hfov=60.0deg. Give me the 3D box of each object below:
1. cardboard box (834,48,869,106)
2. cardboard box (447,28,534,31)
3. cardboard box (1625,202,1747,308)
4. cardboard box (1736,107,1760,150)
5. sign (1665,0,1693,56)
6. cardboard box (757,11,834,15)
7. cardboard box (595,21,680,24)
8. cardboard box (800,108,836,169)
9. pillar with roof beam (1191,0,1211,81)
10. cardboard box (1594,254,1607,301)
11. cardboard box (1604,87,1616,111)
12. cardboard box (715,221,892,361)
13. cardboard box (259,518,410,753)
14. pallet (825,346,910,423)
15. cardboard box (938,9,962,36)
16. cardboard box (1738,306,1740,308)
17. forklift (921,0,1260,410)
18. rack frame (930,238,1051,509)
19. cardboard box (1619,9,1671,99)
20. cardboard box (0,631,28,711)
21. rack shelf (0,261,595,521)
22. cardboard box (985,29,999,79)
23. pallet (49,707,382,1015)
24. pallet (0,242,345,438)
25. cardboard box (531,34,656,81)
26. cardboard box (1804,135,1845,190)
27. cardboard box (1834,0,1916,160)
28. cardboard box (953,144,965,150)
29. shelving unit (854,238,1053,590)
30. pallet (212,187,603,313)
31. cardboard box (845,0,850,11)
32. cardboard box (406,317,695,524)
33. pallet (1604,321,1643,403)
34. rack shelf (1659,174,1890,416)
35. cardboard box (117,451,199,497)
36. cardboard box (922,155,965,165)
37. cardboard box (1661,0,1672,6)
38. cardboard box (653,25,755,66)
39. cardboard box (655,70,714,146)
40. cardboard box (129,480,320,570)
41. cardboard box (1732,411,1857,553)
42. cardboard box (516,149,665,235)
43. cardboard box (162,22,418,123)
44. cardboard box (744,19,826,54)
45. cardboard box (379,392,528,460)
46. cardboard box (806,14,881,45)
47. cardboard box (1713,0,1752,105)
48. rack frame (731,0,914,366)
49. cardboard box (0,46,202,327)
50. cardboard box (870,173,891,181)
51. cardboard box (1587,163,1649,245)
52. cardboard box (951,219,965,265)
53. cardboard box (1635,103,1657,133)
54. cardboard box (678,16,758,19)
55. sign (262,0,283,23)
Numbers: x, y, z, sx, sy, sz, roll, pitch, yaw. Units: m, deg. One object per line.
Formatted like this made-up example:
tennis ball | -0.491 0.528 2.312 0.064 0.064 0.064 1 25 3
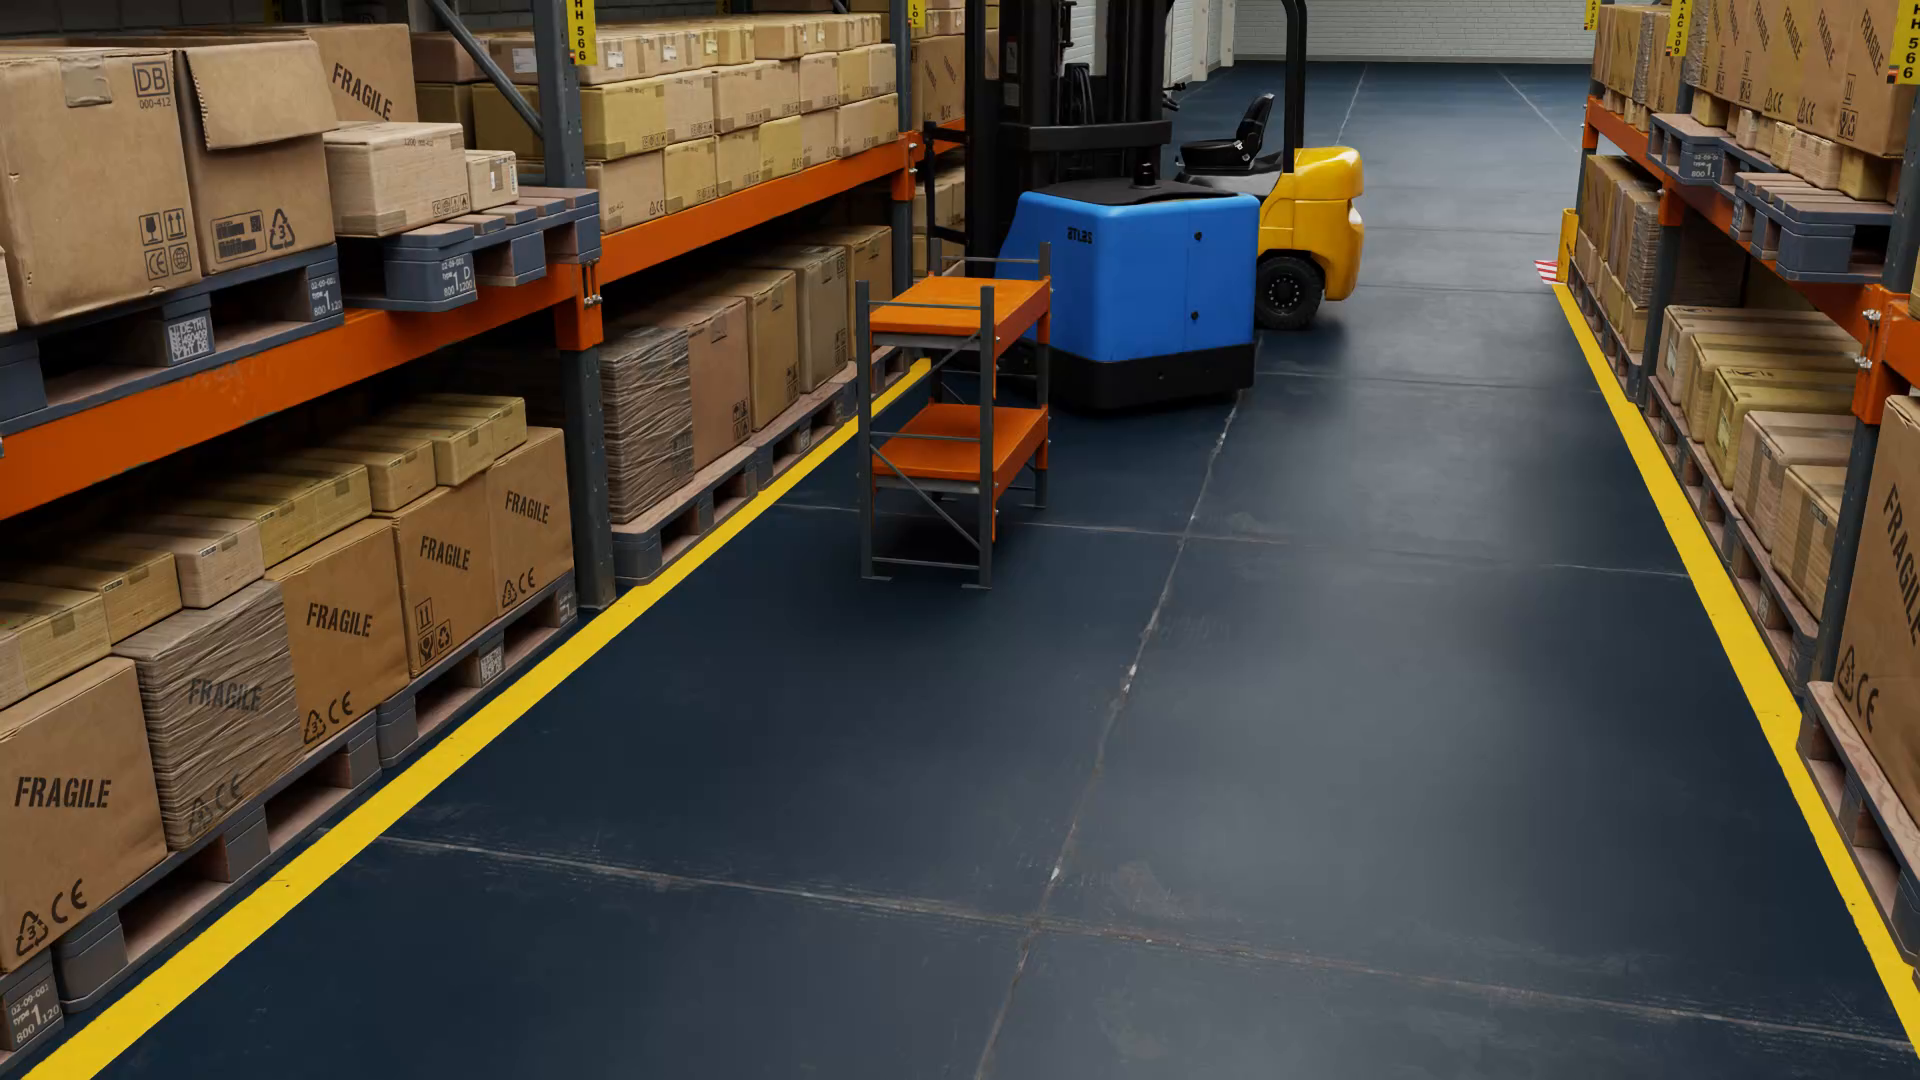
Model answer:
cardboard box | -0.759 -2.301 8.243 0.500 0.250 0.500 4 19 12
cardboard box | -1.792 -1.940 6.568 0.380 0.149 0.250 4 19 12
cardboard box | 3.930 -1.540 9.000 0.500 0.500 0.500 4 19 13
cardboard box | 3.259 -1.606 6.488 0.380 0.149 0.250 5 20 15
sign | 3.518 -2.531 8.118 0.100 0.325 0.005 5 19 13
cardboard box | -0.939 -2.947 9.517 0.380 0.149 0.250 5 19 13
cardboard box | -1.480 -2.259 7.501 0.380 0.149 0.250 5 19 14
cardboard box | -0.906 -1.911 7.874 0.500 0.250 0.500 5 19 14
pillar with roof beam | 9.203 -13.600 32.582 9.100 9.000 0.400 5 19 13
cardboard box | 4.305 -1.670 10.540 0.500 0.250 0.500 6 20 17
cardboard box | 4.441 -2.893 10.905 0.380 0.149 0.250 5 19 14
cardboard box | -0.885 -1.382 9.118 0.875 0.625 0.625 6 20 16
cardboard box | -1.898 0.236 4.574 0.500 0.500 0.500 6 20 16
pallet | -0.911 -0.918 9.049 1.003 0.211 1.213 5 19 13
cardboard box | -0.205 -3.142 10.087 0.380 0.149 0.250 5 20 15
cardboard box | 4.452 -1.142 8.995 0.500 0.250 0.500 4 19 11
forklift | 0.388 -2.477 9.405 1.130 2.935 3.031 -11 22 -29
rack frame | 0.123 -0.690 6.966 0.500 1.125 0.032 5 19 13
cardboard box | 4.275 -2.914 9.963 0.500 0.500 0.500 4 19 12
cardboard box | -2.182 0.285 3.427 0.380 0.149 0.250 5 19 13
rack shelf | -2.234 -0.251 3.894 1.077 0.370 4.000 5 19 13
cardboard box | -0.029 -3.117 11.017 0.500 0.500 0.500 5 19 14
pallet | -2.265 0.714 4.271 1.003 0.211 1.213 5 19 13
pallet | -2.216 -0.517 3.858 1.003 0.211 1.213 5 19 13
cardboard box | -1.318 -1.733 5.961 0.380 0.149 0.250 5 20 15
cardboard box | 2.934 -1.201 5.301 0.380 0.149 0.250 4 19 13
cardboard box | 2.910 -1.378 4.818 0.500 0.500 0.500 4 19 12
cardboard box | -0.211 -2.804 12.312 0.500 0.250 0.500 5 19 13
shelving unit | -0.002 -0.530 6.500 0.538 1.125 1.048 5 19 13
pallet | -1.843 -0.909 5.006 1.213 0.211 1.003 5 19 13
cardboard box | -0.444 -3.134 9.603 0.380 0.149 0.250 5 19 14
cardboard box | -1.580 -0.487 6.498 0.875 0.625 0.625 5 20 15
pallet | 4.176 -0.975 9.214 1.003 0.211 1.213 5 19 13
rack shelf | 3.557 -1.114 6.420 1.077 0.370 4.000 5 19 13
cardboard box | -2.406 -0.159 4.725 0.380 0.149 0.250 4 19 11
cardboard box | 0.035 -2.450 11.276 0.500 0.250 0.500 4 19 12
cardboard box | 5.110 -3.819 11.065 0.700 0.500 0.500 4 19 12
cardboard box | -1.077 -2.054 6.903 0.380 0.149 0.250 5 20 15
cardboard box | -1.277 -1.660 6.366 0.500 0.250 0.500 5 20 15
cardboard box | -1.933 -0.042 4.383 0.380 0.149 0.250 4 19 13
cardboard box | 3.389 -0.191 6.021 0.950 0.372 0.625 4 19 12
cardboard box | -1.400 -1.267 5.988 0.500 0.250 0.500 5 19 14
cardboard box | -2.023 -1.315 5.093 0.500 0.500 0.500 6 20 16
cardboard box | -0.853 -2.376 7.846 0.380 0.149 0.250 4 19 12
cardboard box | -1.621 -0.366 5.332 0.380 0.149 0.250 4 19 11
cardboard box | -0.636 -2.701 8.798 0.380 0.149 0.250 5 20 15
cardboard box | 3.397 -2.032 6.733 0.500 0.500 0.500 5 19 13
rack frame | -0.768 -2.472 9.283 1.000 3.000 0.127 5 19 13
cardboard box | -2.070 -0.753 3.446 0.700 0.500 0.500 5 19 13
cardboard box | -0.726 -2.172 10.463 0.500 0.250 0.500 4 19 13
cardboard box | 4.429 -2.184 10.886 0.500 0.500 0.500 4 19 11
cardboard box | -0.230 -1.891 10.414 0.500 0.250 0.500 5 19 13
cardboard box | 4.074 -2.406 9.478 0.380 0.149 0.250 4 19 13
cardboard box | -1.240 -2.575 8.426 0.380 0.149 0.250 5 19 13
sign | -2.285 -1.809 5.551 0.100 0.325 0.005 5 19 13
